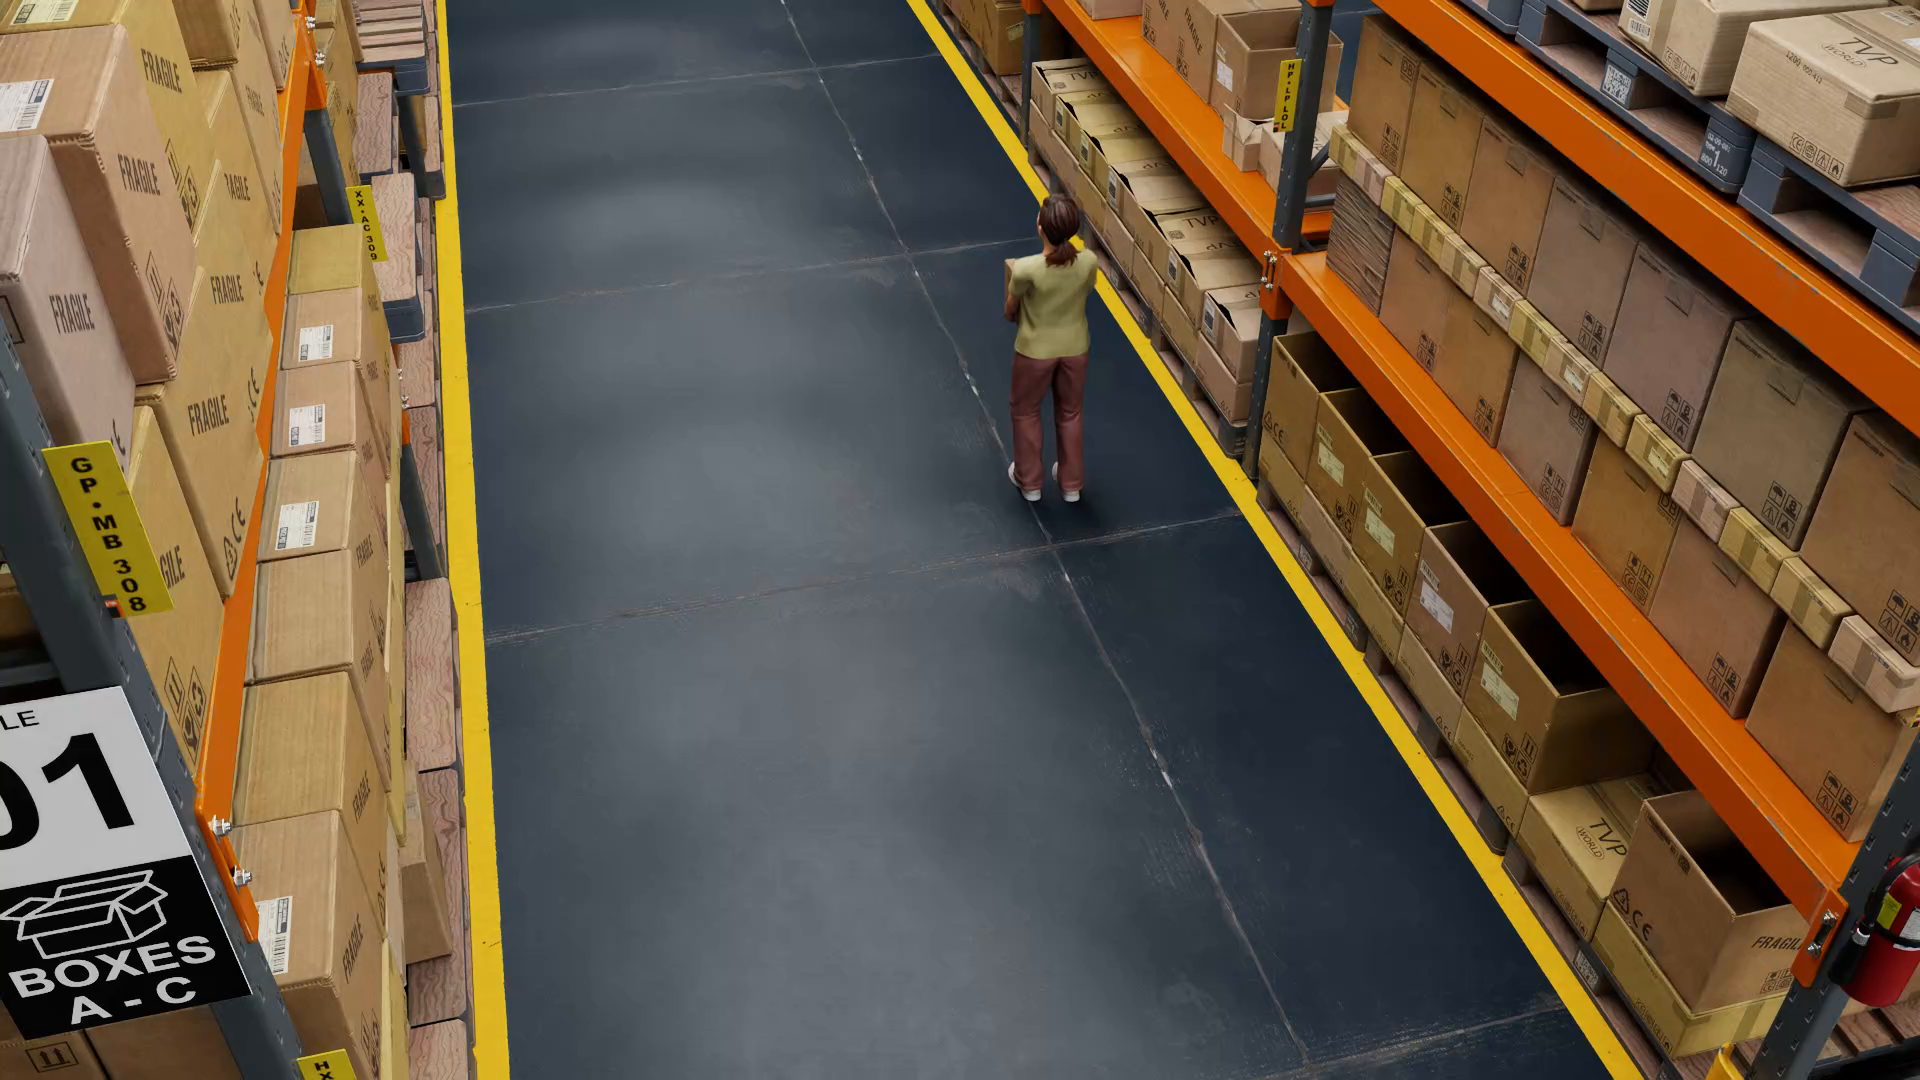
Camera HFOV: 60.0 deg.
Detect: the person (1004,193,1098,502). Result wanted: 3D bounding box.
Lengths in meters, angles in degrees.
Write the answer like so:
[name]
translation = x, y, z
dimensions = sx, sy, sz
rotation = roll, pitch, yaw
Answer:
[person]
translation = 0.413, -0.927, 7.898
dimensions = 0.425, 1.665, 0.556
rotation = -9, 39, -11
